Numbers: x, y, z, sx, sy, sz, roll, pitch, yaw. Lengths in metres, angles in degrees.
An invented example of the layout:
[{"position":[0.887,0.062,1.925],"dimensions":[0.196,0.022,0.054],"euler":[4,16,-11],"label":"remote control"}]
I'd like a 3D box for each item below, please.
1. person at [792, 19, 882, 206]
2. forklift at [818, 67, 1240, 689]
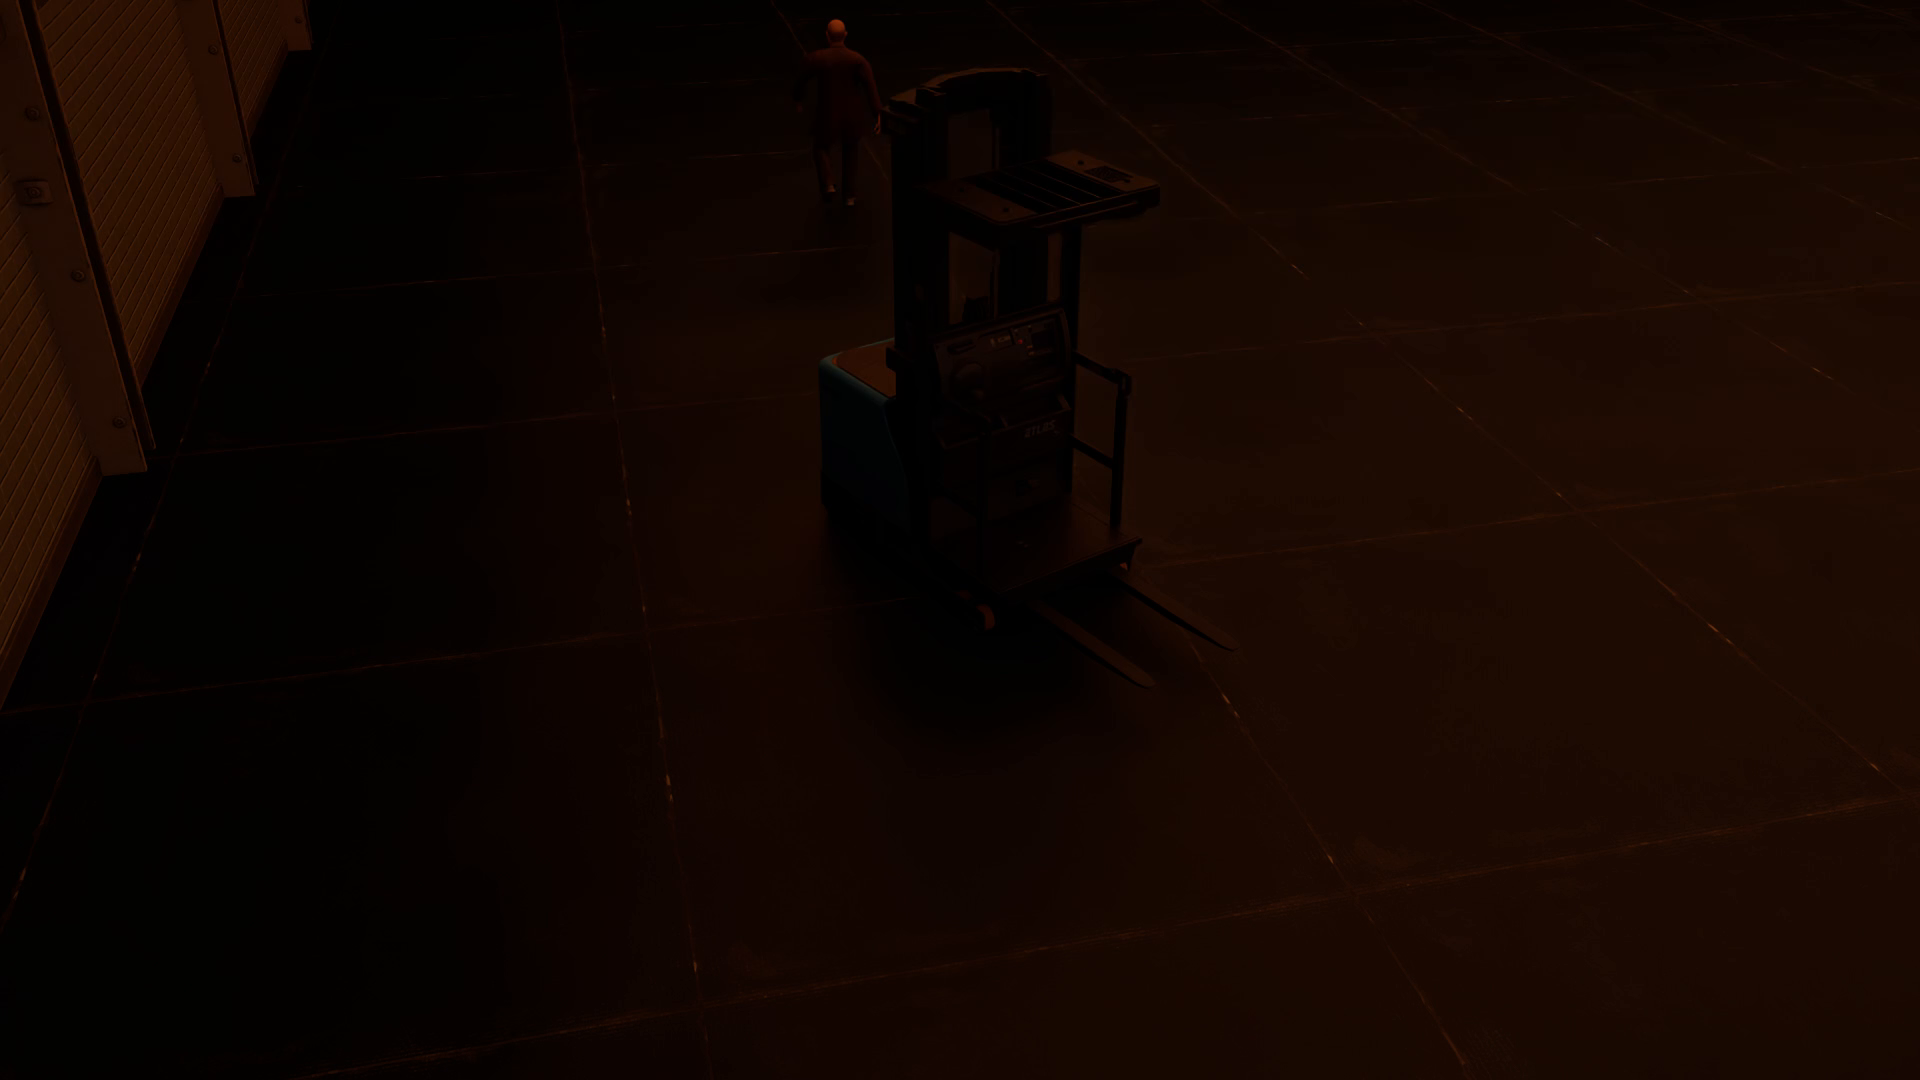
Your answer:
[{"position":[-1.144,-3.995,15.648],"dimensions":[0.852,1.760,0.651],"euler":[-3,30,-5],"label":"person"},{"position":[0.370,-1.011,9.320],"dimensions":[1.130,2.935,3.031],"euler":[-20,35,-30],"label":"forklift"}]
